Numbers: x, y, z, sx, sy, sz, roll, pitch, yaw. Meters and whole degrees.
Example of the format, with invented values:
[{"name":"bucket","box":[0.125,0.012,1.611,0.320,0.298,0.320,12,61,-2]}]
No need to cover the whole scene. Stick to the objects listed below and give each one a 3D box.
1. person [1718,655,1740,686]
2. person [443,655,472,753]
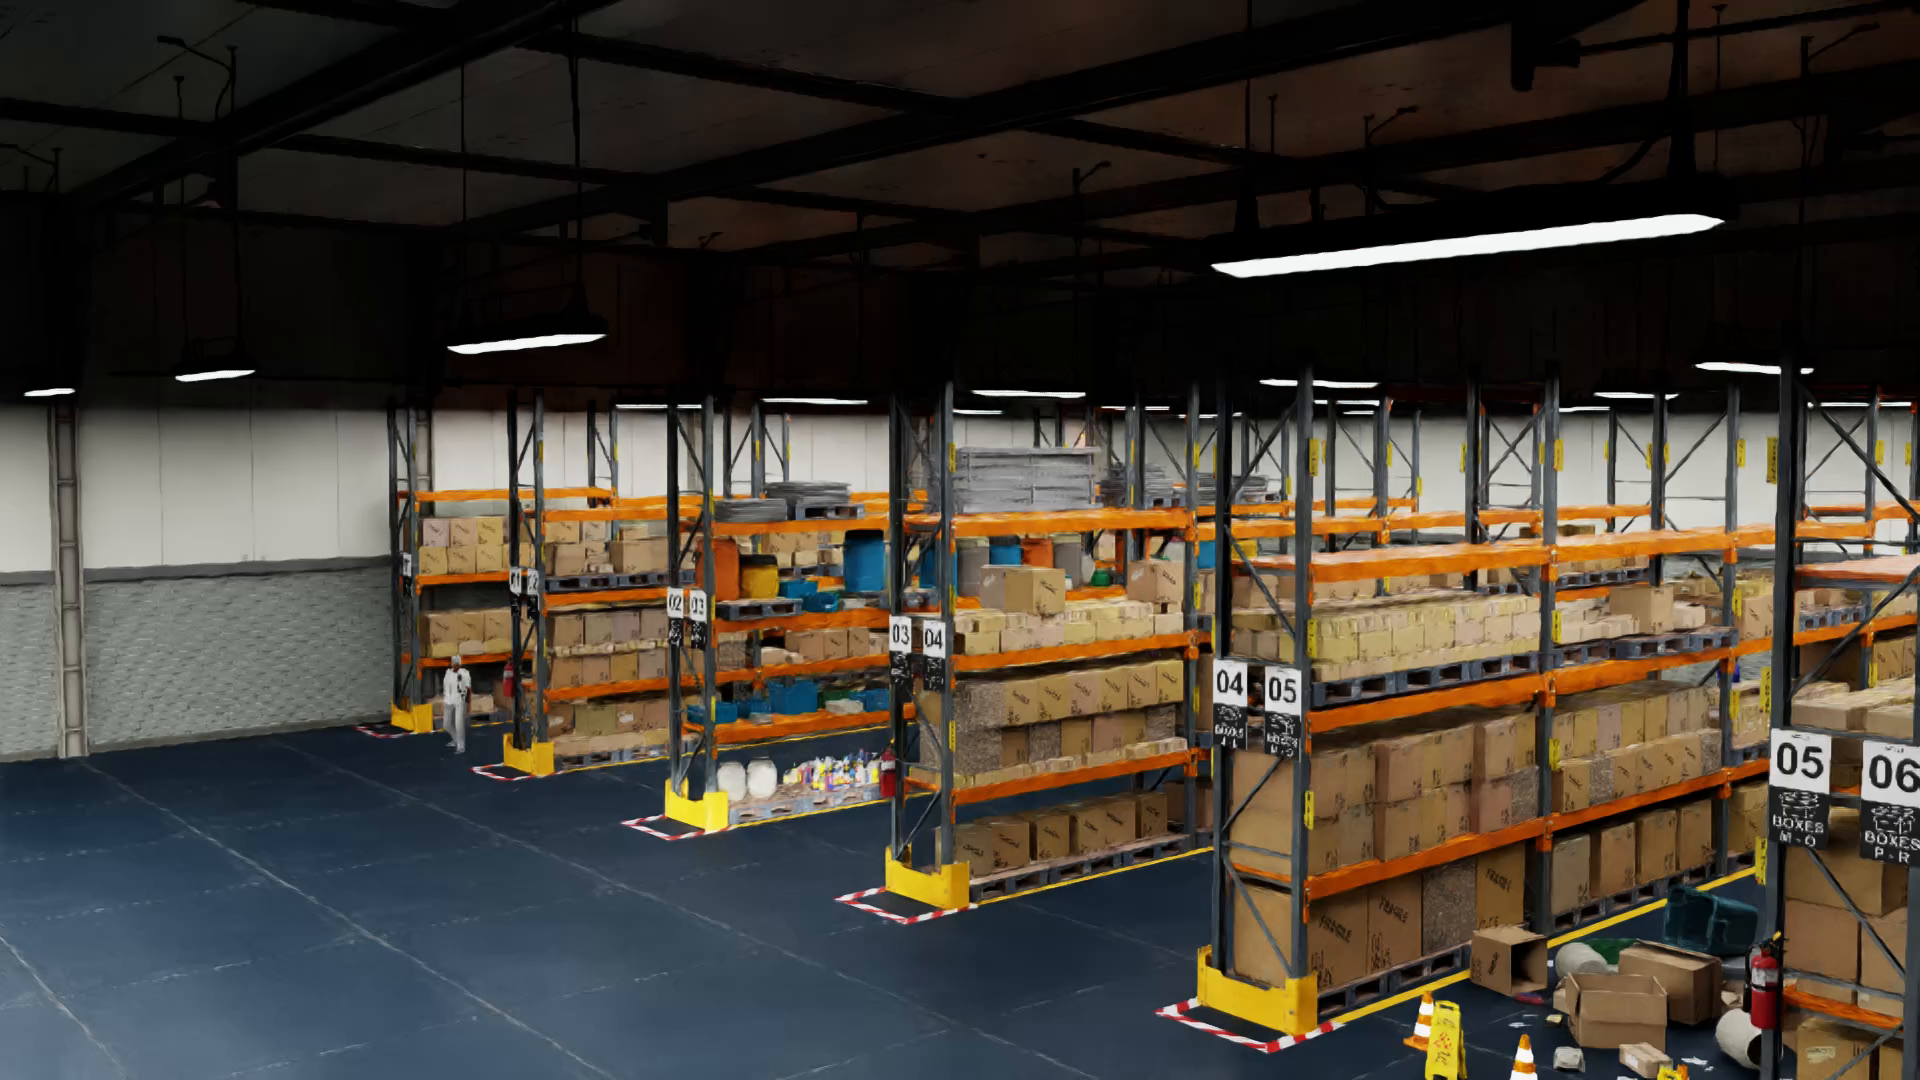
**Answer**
[{"name":"person","box":[13.163,2.667,28.475,0.564,1.650,0.401,-1,4,-22]},{"name":"person","box":[-8.408,2.721,27.832,0.546,1.650,0.591,1,3,13]}]
